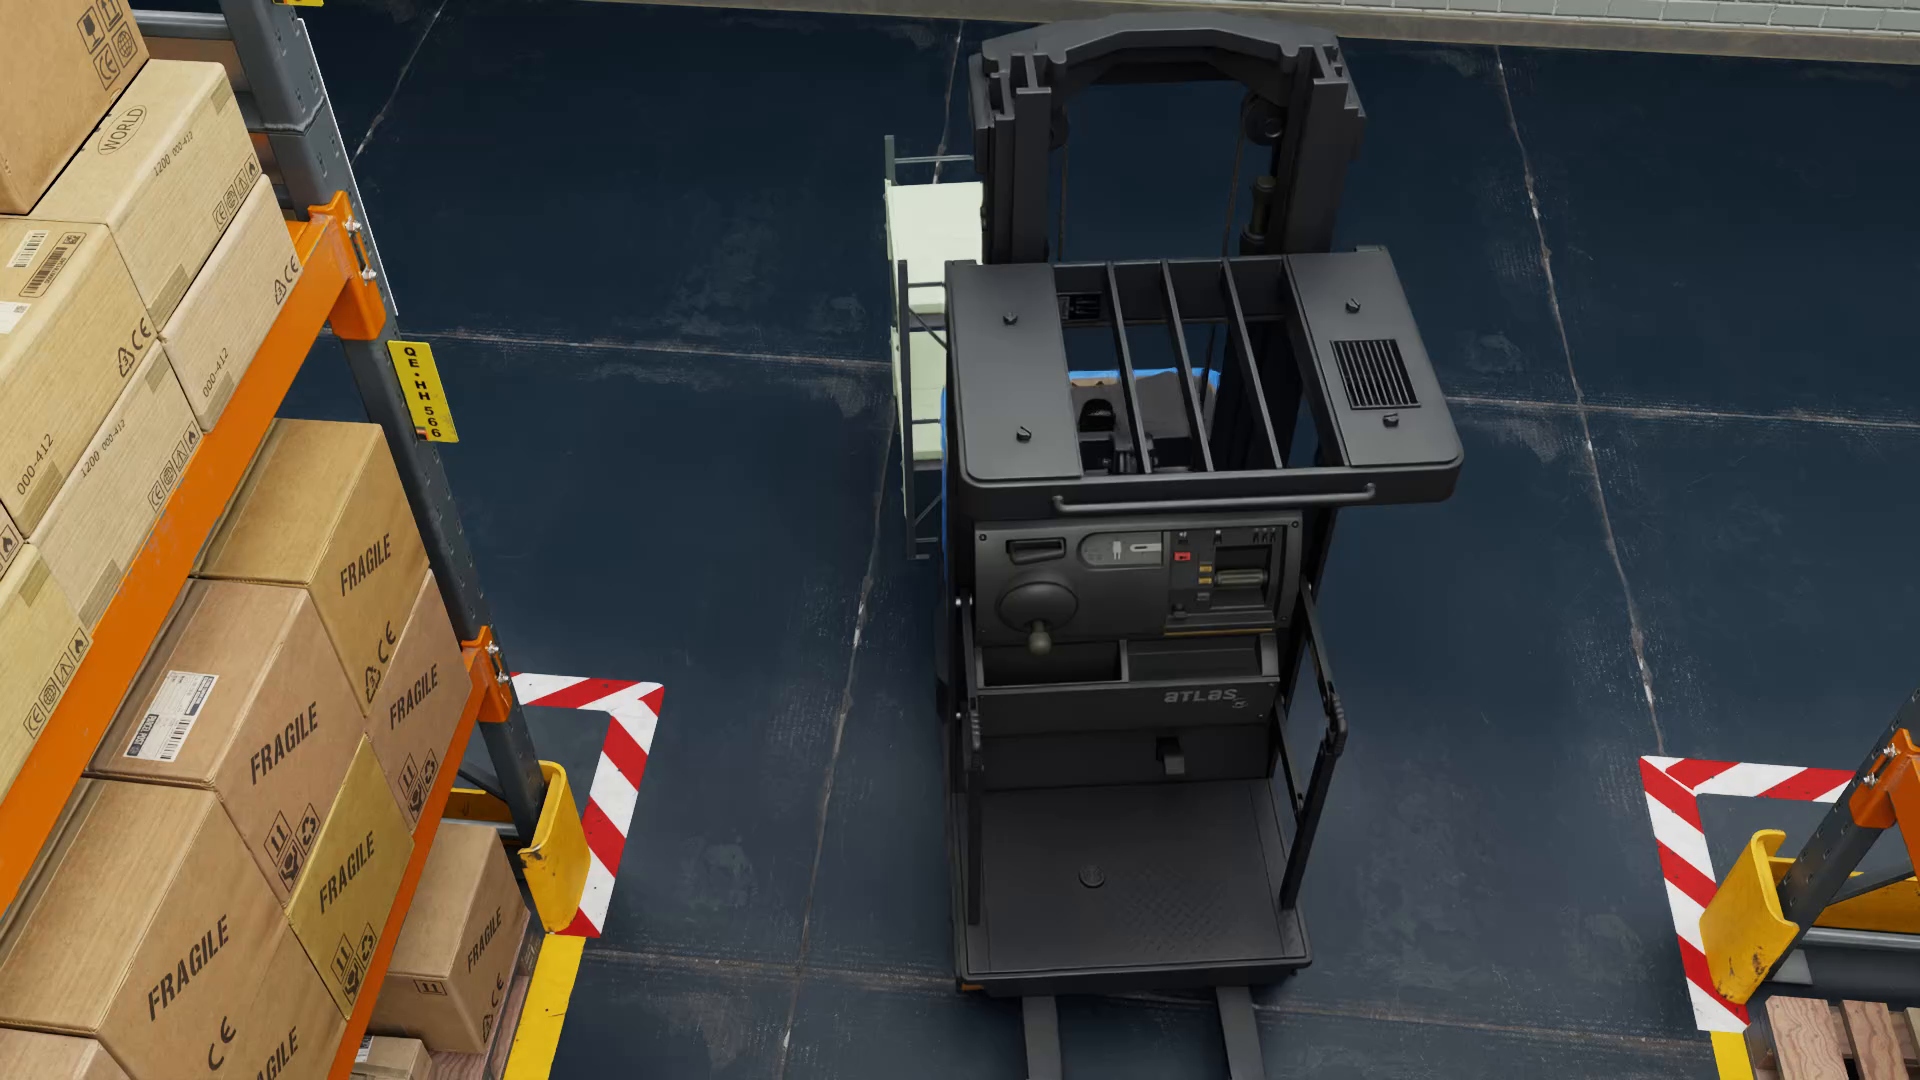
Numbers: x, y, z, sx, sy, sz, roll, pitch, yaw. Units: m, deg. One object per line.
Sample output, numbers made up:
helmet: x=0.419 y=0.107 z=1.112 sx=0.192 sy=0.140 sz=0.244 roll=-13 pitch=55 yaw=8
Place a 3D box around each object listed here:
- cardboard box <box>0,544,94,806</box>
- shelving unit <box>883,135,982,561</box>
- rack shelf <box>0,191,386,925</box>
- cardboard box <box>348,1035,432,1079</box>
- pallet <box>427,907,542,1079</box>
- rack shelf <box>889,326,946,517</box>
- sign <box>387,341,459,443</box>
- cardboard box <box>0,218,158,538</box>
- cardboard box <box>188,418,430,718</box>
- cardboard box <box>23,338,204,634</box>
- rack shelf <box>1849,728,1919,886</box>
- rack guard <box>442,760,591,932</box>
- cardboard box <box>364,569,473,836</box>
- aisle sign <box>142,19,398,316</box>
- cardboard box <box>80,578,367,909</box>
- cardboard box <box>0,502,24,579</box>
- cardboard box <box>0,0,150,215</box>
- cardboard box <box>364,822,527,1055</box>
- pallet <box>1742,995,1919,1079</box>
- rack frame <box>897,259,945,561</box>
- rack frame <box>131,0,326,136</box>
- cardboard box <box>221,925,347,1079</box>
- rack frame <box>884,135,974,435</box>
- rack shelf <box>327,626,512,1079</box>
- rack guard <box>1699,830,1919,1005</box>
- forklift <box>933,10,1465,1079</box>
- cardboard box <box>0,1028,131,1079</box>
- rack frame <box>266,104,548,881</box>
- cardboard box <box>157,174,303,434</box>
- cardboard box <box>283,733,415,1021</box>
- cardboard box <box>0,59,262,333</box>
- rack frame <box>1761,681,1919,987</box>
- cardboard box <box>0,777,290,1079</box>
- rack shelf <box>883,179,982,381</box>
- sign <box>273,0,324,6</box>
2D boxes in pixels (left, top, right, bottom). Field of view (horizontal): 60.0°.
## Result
cardboard box: x=-1.737 y=0.254 z=2.580 sx=0.500 sy=0.250 sz=0.500 roll=4 pitch=48 yaw=4
shelving unit: x=-0.045 y=-0.713 z=6.411 sx=0.431 sy=1.500 sz=0.755 roll=-4 pitch=48 yaw=-3
rack shelf: x=-2.046 y=0.786 z=2.479 sx=1.077 sy=0.370 sz=4.000 roll=4 pitch=48 yaw=4
cardboard box: x=-1.795 y=1.601 z=4.901 sx=0.380 sy=0.166 sz=0.250 roll=4 pitch=48 yaw=4
pallet: x=-1.943 y=1.668 z=5.107 sx=1.003 sy=0.211 sz=1.213 roll=4 pitch=48 yaw=4
rack shelf: x=-0.045 y=-0.493 z=6.652 sx=0.431 sy=0.370 sz=0.720 roll=-4 pitch=48 yaw=-3
sign: x=-1.313 y=-0.360 z=4.074 sx=0.100 sy=0.325 sz=0.005 roll=4 pitch=48 yaw=4
cardboard box: x=-1.702 y=-0.283 z=2.732 sx=0.500 sy=0.250 sz=0.500 roll=4 pitch=48 yaw=4
cardboard box: x=-1.631 y=0.060 z=3.943 sx=0.500 sy=0.500 sz=0.500 roll=3 pitch=48 yaw=3
cardboard box: x=-1.705 y=-0.114 z=2.917 sx=0.500 sy=0.250 sz=0.500 roll=4 pitch=48 yaw=4
rack shelf: x=2.886 y=2.134 z=3.279 sx=1.077 sy=0.370 sz=4.000 roll=4 pitch=48 yaw=4
rack guard: x=-1.871 y=0.985 z=5.536 sx=1.175 sy=0.500 sz=0.348 roll=4 pitch=48 yaw=4
cardboard box: x=-1.634 y=0.399 z=4.310 sx=0.500 sy=0.500 sz=0.500 roll=5 pitch=48 yaw=5
aisle sign: x=-1.553 y=-0.821 z=3.733 sx=0.394 sy=0.787 sz=0.004 roll=4 pitch=48 yaw=4
cardboard box: x=-1.676 y=0.431 z=3.603 sx=0.500 sy=0.500 sz=0.500 roll=5 pitch=48 yaw=5
cardboard box: x=-1.751 y=0.084 z=2.396 sx=0.500 sy=0.250 sz=0.500 roll=4 pitch=48 yaw=4
cardboard box: x=-1.895 y=-0.919 z=2.806 sx=0.700 sy=0.500 sz=0.500 roll=4 pitch=48 yaw=4
cardboard box: x=-1.668 y=1.197 z=5.044 sx=0.500 sy=0.500 sz=0.500 roll=4 pitch=48 yaw=4
pallet: x=2.955 y=1.966 z=4.835 sx=1.003 sy=0.211 sz=1.213 roll=4 pitch=48 yaw=4
rack frame: x=-0.012 y=-0.444 z=6.165 sx=0.400 sy=1.500 sz=0.023 roll=-4 pitch=48 yaw=-3
rack frame: x=-1.864 y=-1.939 z=2.451 sx=1.000 sy=3.000 sz=0.127 roll=4 pitch=48 yaw=4
cardboard box: x=-1.728 y=1.147 z=3.626 sx=0.500 sy=0.500 sz=0.500 roll=4 pitch=48 yaw=4
rack frame: x=-0.077 y=-0.982 z=6.657 sx=0.400 sy=1.500 sz=0.023 roll=-4 pitch=48 yaw=-3
rack shelf: x=-2.046 y=1.798 z=3.586 sx=1.077 sy=0.370 sz=4.000 roll=4 pitch=48 yaw=4
rack guard: x=3.058 y=1.246 z=5.297 sx=1.175 sy=0.500 sz=0.348 roll=4 pitch=48 yaw=4
forklift: x=0.520 y=0.220 z=4.589 sx=1.130 sy=2.935 sz=3.031 roll=-2 pitch=48 yaw=-2
cardboard box: x=-1.765 y=1.190 z=2.910 sx=0.500 sy=0.500 sz=0.500 roll=5 pitch=48 yaw=5
rack frame: x=-1.864 y=0.085 z=4.665 sx=1.000 sy=3.000 sz=0.127 roll=4 pitch=48 yaw=4
cardboard box: x=-1.648 y=-0.481 z=3.252 sx=0.500 sy=0.250 sz=0.500 roll=4 pitch=48 yaw=4
cardboard box: x=-1.678 y=0.781 z=3.961 sx=0.500 sy=0.500 sz=0.500 roll=4 pitch=48 yaw=4
cardboard box: x=-1.657 y=-0.650 z=3.068 sx=0.500 sy=0.250 sz=0.500 roll=4 pitch=48 yaw=4
rack frame: x=3.068 y=0.421 z=4.358 sx=1.000 sy=3.000 sz=0.127 roll=4 pitch=48 yaw=4
cardboard box: x=-1.718 y=0.812 z=3.255 sx=0.500 sy=0.500 sz=0.500 roll=5 pitch=48 yaw=5
rack shelf: x=-0.045 y=-0.976 z=6.123 sx=0.431 sy=0.370 sz=0.720 roll=-4 pitch=48 yaw=-3
sign: x=-1.313 y=-1.174 z=3.184 sx=0.100 sy=0.325 sz=0.005 roll=4 pitch=48 yaw=4
